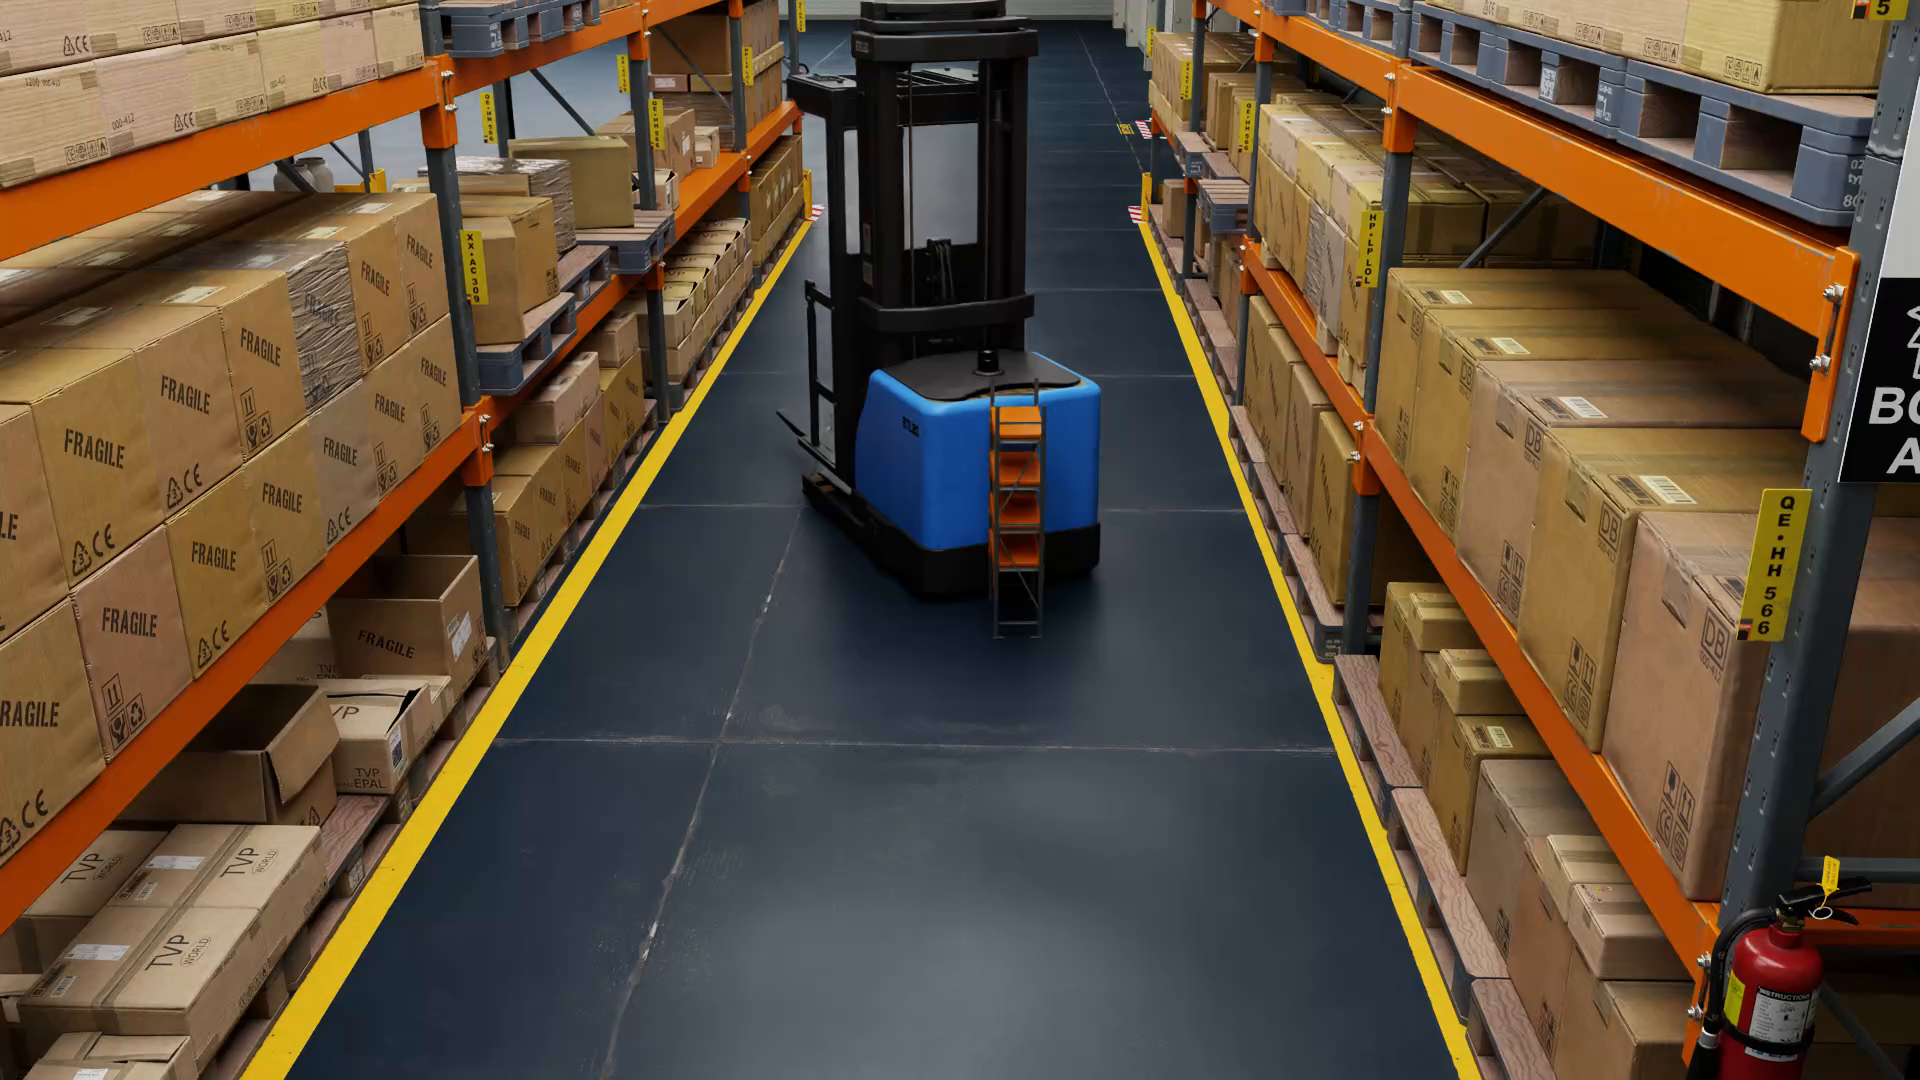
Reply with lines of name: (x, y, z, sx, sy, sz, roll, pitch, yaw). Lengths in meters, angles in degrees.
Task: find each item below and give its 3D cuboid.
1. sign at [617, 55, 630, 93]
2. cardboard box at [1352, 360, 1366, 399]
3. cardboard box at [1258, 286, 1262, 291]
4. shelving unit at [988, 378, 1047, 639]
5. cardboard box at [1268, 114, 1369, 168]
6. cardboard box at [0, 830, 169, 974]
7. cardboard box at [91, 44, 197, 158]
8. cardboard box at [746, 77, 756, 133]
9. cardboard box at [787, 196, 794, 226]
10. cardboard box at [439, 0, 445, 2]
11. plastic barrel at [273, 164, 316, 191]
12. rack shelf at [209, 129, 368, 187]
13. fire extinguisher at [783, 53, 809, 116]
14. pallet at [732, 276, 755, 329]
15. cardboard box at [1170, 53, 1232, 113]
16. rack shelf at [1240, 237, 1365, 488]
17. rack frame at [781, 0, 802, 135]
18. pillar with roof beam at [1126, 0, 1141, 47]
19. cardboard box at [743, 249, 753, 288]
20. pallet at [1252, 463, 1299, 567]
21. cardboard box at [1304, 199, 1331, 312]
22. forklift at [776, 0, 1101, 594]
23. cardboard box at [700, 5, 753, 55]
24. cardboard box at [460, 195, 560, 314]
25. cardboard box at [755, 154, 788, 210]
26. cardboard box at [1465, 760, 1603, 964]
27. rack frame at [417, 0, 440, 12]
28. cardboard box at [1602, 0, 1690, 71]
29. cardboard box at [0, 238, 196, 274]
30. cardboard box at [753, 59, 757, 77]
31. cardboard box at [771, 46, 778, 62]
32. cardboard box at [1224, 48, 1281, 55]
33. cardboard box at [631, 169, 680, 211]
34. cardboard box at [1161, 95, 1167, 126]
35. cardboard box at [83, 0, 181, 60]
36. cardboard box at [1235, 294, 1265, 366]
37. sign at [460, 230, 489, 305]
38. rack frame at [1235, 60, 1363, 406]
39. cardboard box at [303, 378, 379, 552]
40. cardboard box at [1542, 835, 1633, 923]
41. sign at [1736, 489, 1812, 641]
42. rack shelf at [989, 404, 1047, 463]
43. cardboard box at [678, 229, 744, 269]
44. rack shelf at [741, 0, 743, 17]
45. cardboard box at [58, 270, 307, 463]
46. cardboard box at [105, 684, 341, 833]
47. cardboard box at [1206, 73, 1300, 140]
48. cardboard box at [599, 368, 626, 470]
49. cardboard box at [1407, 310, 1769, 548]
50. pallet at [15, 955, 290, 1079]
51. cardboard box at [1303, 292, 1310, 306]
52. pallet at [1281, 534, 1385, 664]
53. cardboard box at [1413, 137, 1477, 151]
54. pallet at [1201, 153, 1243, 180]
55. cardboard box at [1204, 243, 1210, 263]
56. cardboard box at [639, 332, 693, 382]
sign: (-2.973, -4.124, 14.705, 0.100, 0.325, 0.005, 1, 21, 2)
cardboard box: (2.018, -0.750, 7.634, 0.380, 0.149, 0.250, 1, 21, 2)
cardboard box: (2.462, -2.034, 12.436, 0.500, 0.250, 0.500, 1, 21, 3)
shelving unit: (0.280, -0.159, 8.280, 0.258, 1.200, 0.503, -1, 21, -2)
cardboard box: (2.125, -2.367, 9.869, 0.500, 0.250, 0.500, 0, 21, 1)
cardboard box: (-2.954, 1.195, 5.495, 0.500, 0.250, 0.500, 1, 21, 2)
cardboard box: (-2.471, -1.212, 4.567, 0.500, 0.250, 0.500, 1, 21, 2)
cardboard box: (-2.382, -4.257, 16.216, 0.700, 0.500, 0.500, 1, 21, 2)
cardboard box: (-2.034, -3.479, 17.570, 0.500, 0.250, 0.500, 1, 21, 2)
cardboard box: (-2.572, -2.654, 7.219, 0.600, 0.600, 0.600, -1, 21, -3)
plastic barrel: (-7.206, -3.796, 18.024, 0.421, 0.512, 0.421, 0, 21, 0)
rack shelf: (-7.308, -4.122, 16.999, 1.077, 0.370, 4.000, 1, 21, 2)
fire extinguisher: (-1.828, -5.126, 18.700, 0.296, 0.674, 0.183, 1, 21, 2)
pallet: (-2.401, -2.111, 14.678, 1.003, 0.211, 1.213, 1, 21, 2)
cardboard box: (2.248, -4.269, 15.527, 0.500, 0.500, 0.500, 1, 21, 1)
rack shelf: (2.351, -1.120, 9.263, 1.077, 0.370, 4.000, 1, 21, 2)
rack frame: (-2.296, -5.124, 18.589, 1.000, 3.000, 0.127, 1, 21, 2)
pillar with roof beam: (-0.074, -16.330, 39.176, 9.100, 9.000, 0.400, 1, 21, 2)
cardboard box: (-2.141, -2.439, 14.888, 0.500, 0.250, 0.500, 0, 21, 1)
pallet: (2.273, -0.154, 9.635, 1.003, 0.211, 1.213, 1, 21, 2)
cardboard box: (2.082, -1.463, 8.575, 0.500, 0.500, 0.500, 1, 21, 2)
forklift: (-0.309, -1.586, 9.564, 1.130, 2.935, 3.031, -9, 23, -22)
cardboard box: (-2.381, -4.854, 15.960, 0.700, 0.500, 0.500, 1, 21, 2)
cardboard box: (-2.466, -1.446, 8.390, 0.700, 0.500, 0.500, 4, 22, 10)
cardboard box: (-2.047, -3.648, 16.968, 0.500, 0.500, 0.500, 1, 21, 2)
cardboard box: (2.120, 1.067, 5.508, 0.700, 0.500, 0.500, 0, 21, 0)
rack frame: (-2.661, -3.582, 6.321, 1.000, 3.000, 0.127, 1, 21, 2)
cardboard box: (1.940, -1.313, 4.108, 0.500, 0.250, 0.500, 0, 21, 0)
cardboard box: (-2.988, -0.758, 5.817, 0.500, 0.500, 0.500, 0, 21, 0)
cardboard box: (-2.181, -4.588, 16.172, 0.380, 0.149, 0.250, 0, 21, 0)
cardboard box: (-2.132, -5.146, 17.610, 0.380, 0.149, 0.250, 0, 21, 1)
cardboard box: (2.797, -4.449, 15.990, 0.500, 0.500, 0.500, 1, 21, 3)
cardboard box: (-2.319, -2.511, 11.978, 0.500, 0.311, 0.500, 0, 21, 1)
cardboard box: (2.283, -4.283, 16.600, 0.500, 0.250, 0.500, 1, 21, 2)
cardboard box: (-2.476, -1.445, 4.476, 0.500, 0.250, 0.500, 1, 21, 2)
cardboard box: (2.382, -1.479, 12.042, 0.700, 0.500, 0.500, 1, 21, 2)
sign: (-2.119, -1.186, 7.242, 0.100, 0.325, 0.005, 1, 21, 2)
rack frame: (2.412, -2.179, 10.997, 1.000, 3.000, 0.127, 1, 21, 2)
cardboard box: (-2.448, -0.276, 5.956, 0.500, 0.500, 0.500, 1, 21, 3)
cardboard box: (1.919, 0.986, 4.819, 0.380, 0.149, 0.250, 1, 21, 3)
sign: (1.627, 0.053, 3.318, 0.100, 0.325, 0.005, 1, 21, 2)
rack shelf: (0.280, -0.525, 8.137, 0.258, 0.148, 0.480, -1, 21, -2)
cardboard box: (-2.153, -2.516, 14.311, 0.500, 0.311, 0.500, 1, 21, 3)
rack shelf: (-2.357, -5.464, 16.312, 1.077, 0.370, 4.000, 1, 21, 2)
cardboard box: (-2.463, -0.563, 5.313, 0.500, 0.500, 0.500, 0, 21, 1)
cardboard box: (-2.713, 0.853, 6.028, 0.797, 0.503, 0.637, 1, 21, 2)
cardboard box: (2.484, -3.693, 14.153, 0.700, 0.500, 0.500, 1, 21, 2)
cardboard box: (-2.349, -0.744, 10.146, 0.500, 0.500, 0.500, 0, 21, 0)
cardboard box: (2.230, -0.412, 6.030, 0.980, 0.700, 0.700, 0, 21, 0)
pallet: (-2.757, 1.645, 4.997, 1.003, 0.211, 1.213, 1, 21, 2)
cardboard box: (2.135, -1.400, 9.309, 0.380, 0.149, 0.250, 1, 21, 2)
pallet: (2.238, 0.288, 8.495, 1.003, 0.211, 1.213, 1, 21, 2)
cardboard box: (2.604, -1.999, 8.921, 0.500, 0.250, 0.500, 0, 21, 0)
pallet: (2.431, -2.805, 12.877, 1.003, 0.211, 1.213, 1, 21, 2)
cardboard box: (2.520, -2.703, 15.657, 0.380, 0.166, 0.250, -2, 21, -5)
cardboard box: (-2.230, -1.332, 12.035, 0.500, 0.250, 0.500, 1, 21, 1)
